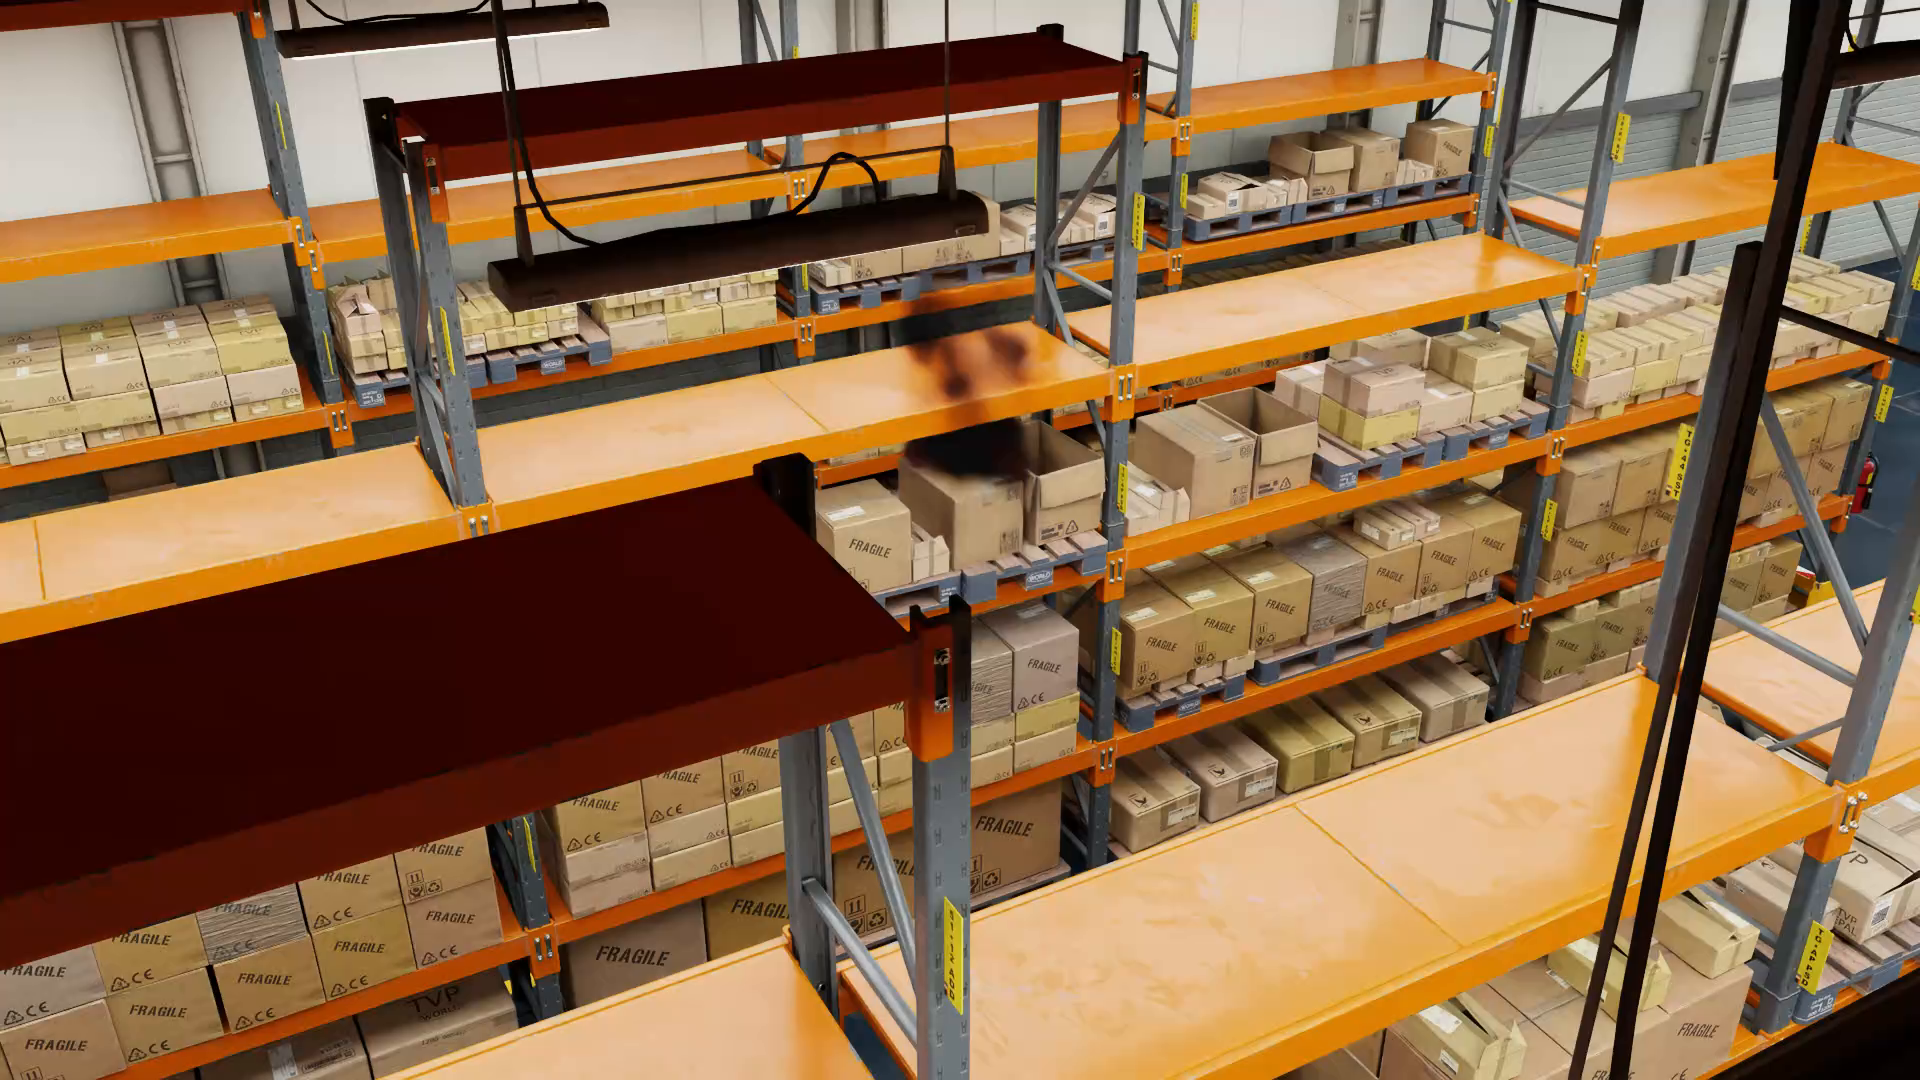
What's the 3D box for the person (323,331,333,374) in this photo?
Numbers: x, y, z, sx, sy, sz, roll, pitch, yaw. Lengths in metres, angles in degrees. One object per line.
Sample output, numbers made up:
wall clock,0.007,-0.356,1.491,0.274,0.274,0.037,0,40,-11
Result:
person,6.921,2.135,8.378,24.346,2.521,9.458,2,28,4
